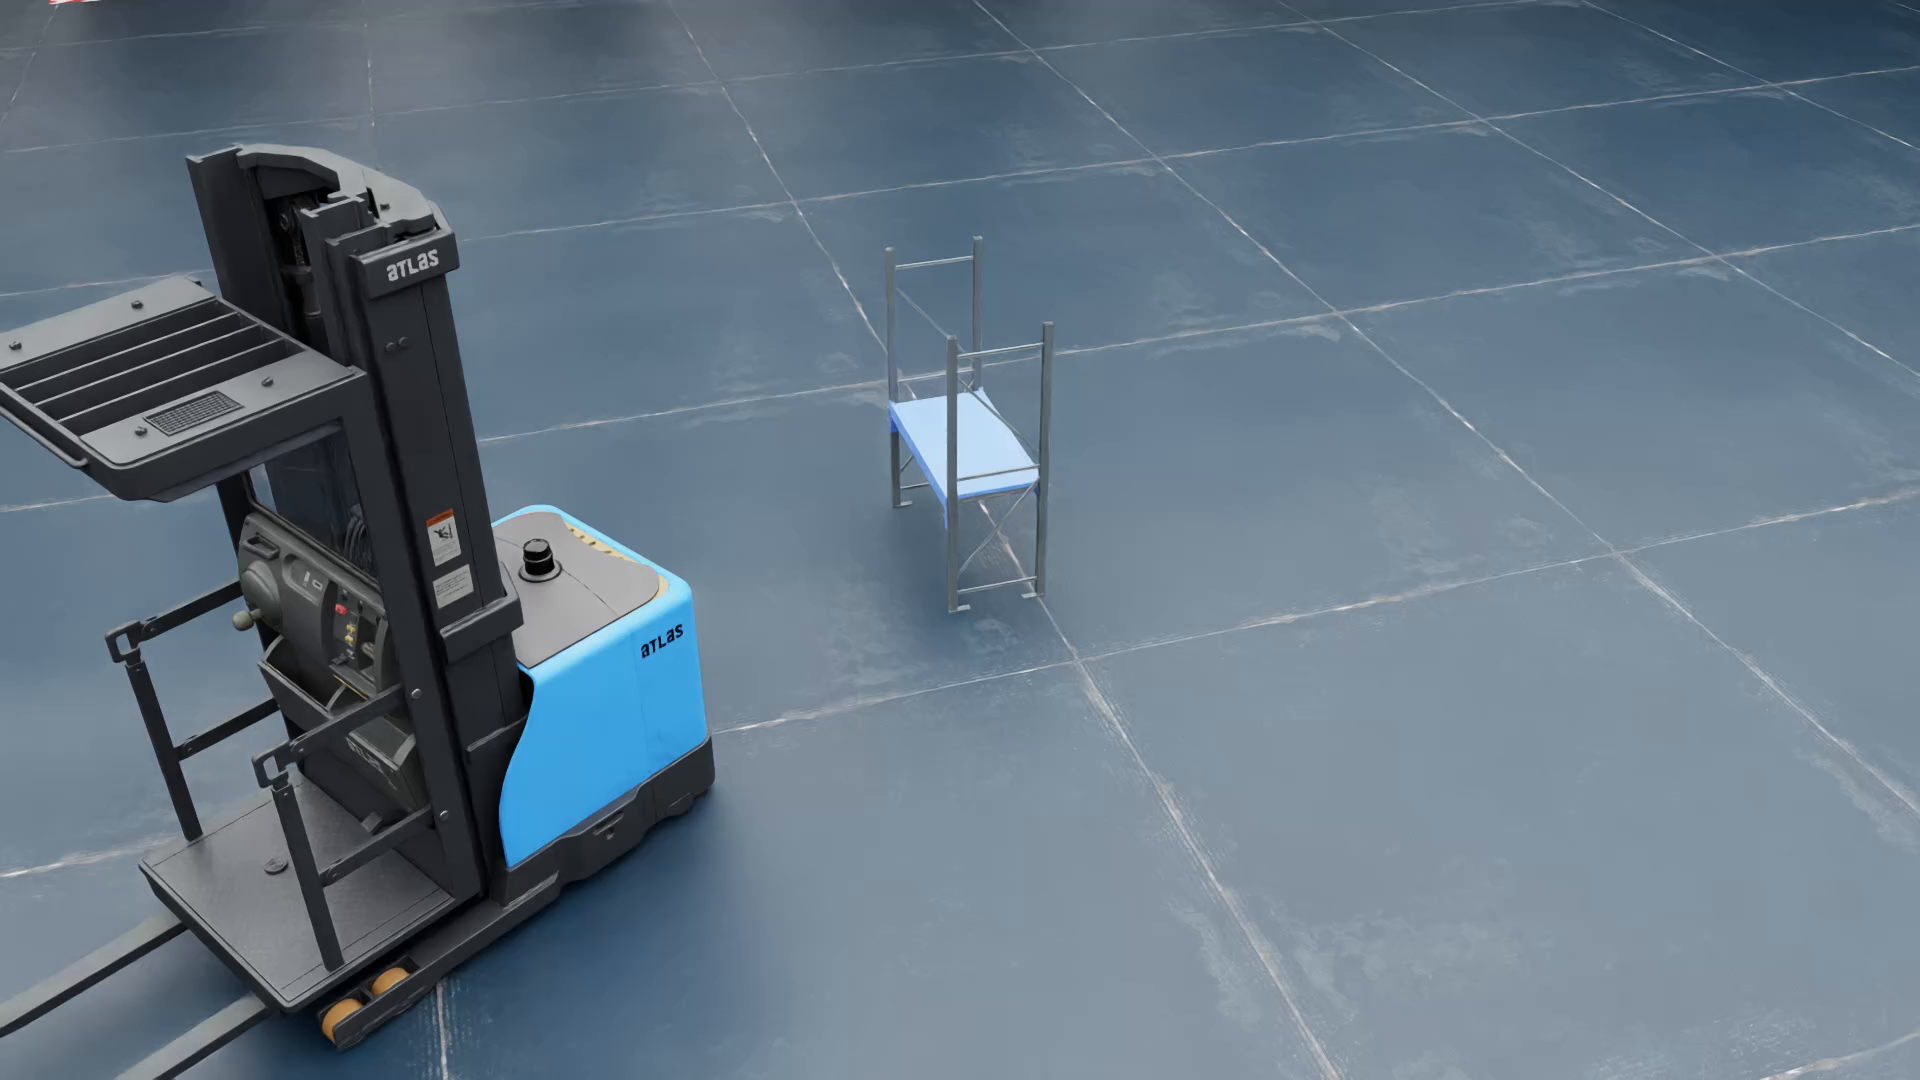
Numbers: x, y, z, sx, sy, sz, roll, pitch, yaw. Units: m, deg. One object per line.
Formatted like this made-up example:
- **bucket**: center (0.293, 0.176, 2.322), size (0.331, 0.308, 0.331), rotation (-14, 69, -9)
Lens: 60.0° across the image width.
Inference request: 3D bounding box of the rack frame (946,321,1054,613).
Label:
- **rack frame**: center (0.181, -0.314, 7.865), size (0.500, 1.500, 0.032), rotation (-10, 35, -15)

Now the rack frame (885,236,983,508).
- **rack frame**: center (-0.129, -0.848, 8.673), size (0.500, 1.500, 0.032), rotation (-10, 35, -15)

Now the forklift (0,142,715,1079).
- **forklift**: center (-2.391, 0.283, 5.663), size (1.130, 2.935, 3.031), rotation (26, 41, 33)

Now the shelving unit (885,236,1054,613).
- **shelving unit**: center (0.026, -0.581, 8.269), size (0.538, 1.500, 1.048), rotation (-10, 35, -15)

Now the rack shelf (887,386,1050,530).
- **rack shelf**: center (0.026, -0.431, 8.368), size (0.538, 0.185, 1.000), rotation (-10, 35, -15)
